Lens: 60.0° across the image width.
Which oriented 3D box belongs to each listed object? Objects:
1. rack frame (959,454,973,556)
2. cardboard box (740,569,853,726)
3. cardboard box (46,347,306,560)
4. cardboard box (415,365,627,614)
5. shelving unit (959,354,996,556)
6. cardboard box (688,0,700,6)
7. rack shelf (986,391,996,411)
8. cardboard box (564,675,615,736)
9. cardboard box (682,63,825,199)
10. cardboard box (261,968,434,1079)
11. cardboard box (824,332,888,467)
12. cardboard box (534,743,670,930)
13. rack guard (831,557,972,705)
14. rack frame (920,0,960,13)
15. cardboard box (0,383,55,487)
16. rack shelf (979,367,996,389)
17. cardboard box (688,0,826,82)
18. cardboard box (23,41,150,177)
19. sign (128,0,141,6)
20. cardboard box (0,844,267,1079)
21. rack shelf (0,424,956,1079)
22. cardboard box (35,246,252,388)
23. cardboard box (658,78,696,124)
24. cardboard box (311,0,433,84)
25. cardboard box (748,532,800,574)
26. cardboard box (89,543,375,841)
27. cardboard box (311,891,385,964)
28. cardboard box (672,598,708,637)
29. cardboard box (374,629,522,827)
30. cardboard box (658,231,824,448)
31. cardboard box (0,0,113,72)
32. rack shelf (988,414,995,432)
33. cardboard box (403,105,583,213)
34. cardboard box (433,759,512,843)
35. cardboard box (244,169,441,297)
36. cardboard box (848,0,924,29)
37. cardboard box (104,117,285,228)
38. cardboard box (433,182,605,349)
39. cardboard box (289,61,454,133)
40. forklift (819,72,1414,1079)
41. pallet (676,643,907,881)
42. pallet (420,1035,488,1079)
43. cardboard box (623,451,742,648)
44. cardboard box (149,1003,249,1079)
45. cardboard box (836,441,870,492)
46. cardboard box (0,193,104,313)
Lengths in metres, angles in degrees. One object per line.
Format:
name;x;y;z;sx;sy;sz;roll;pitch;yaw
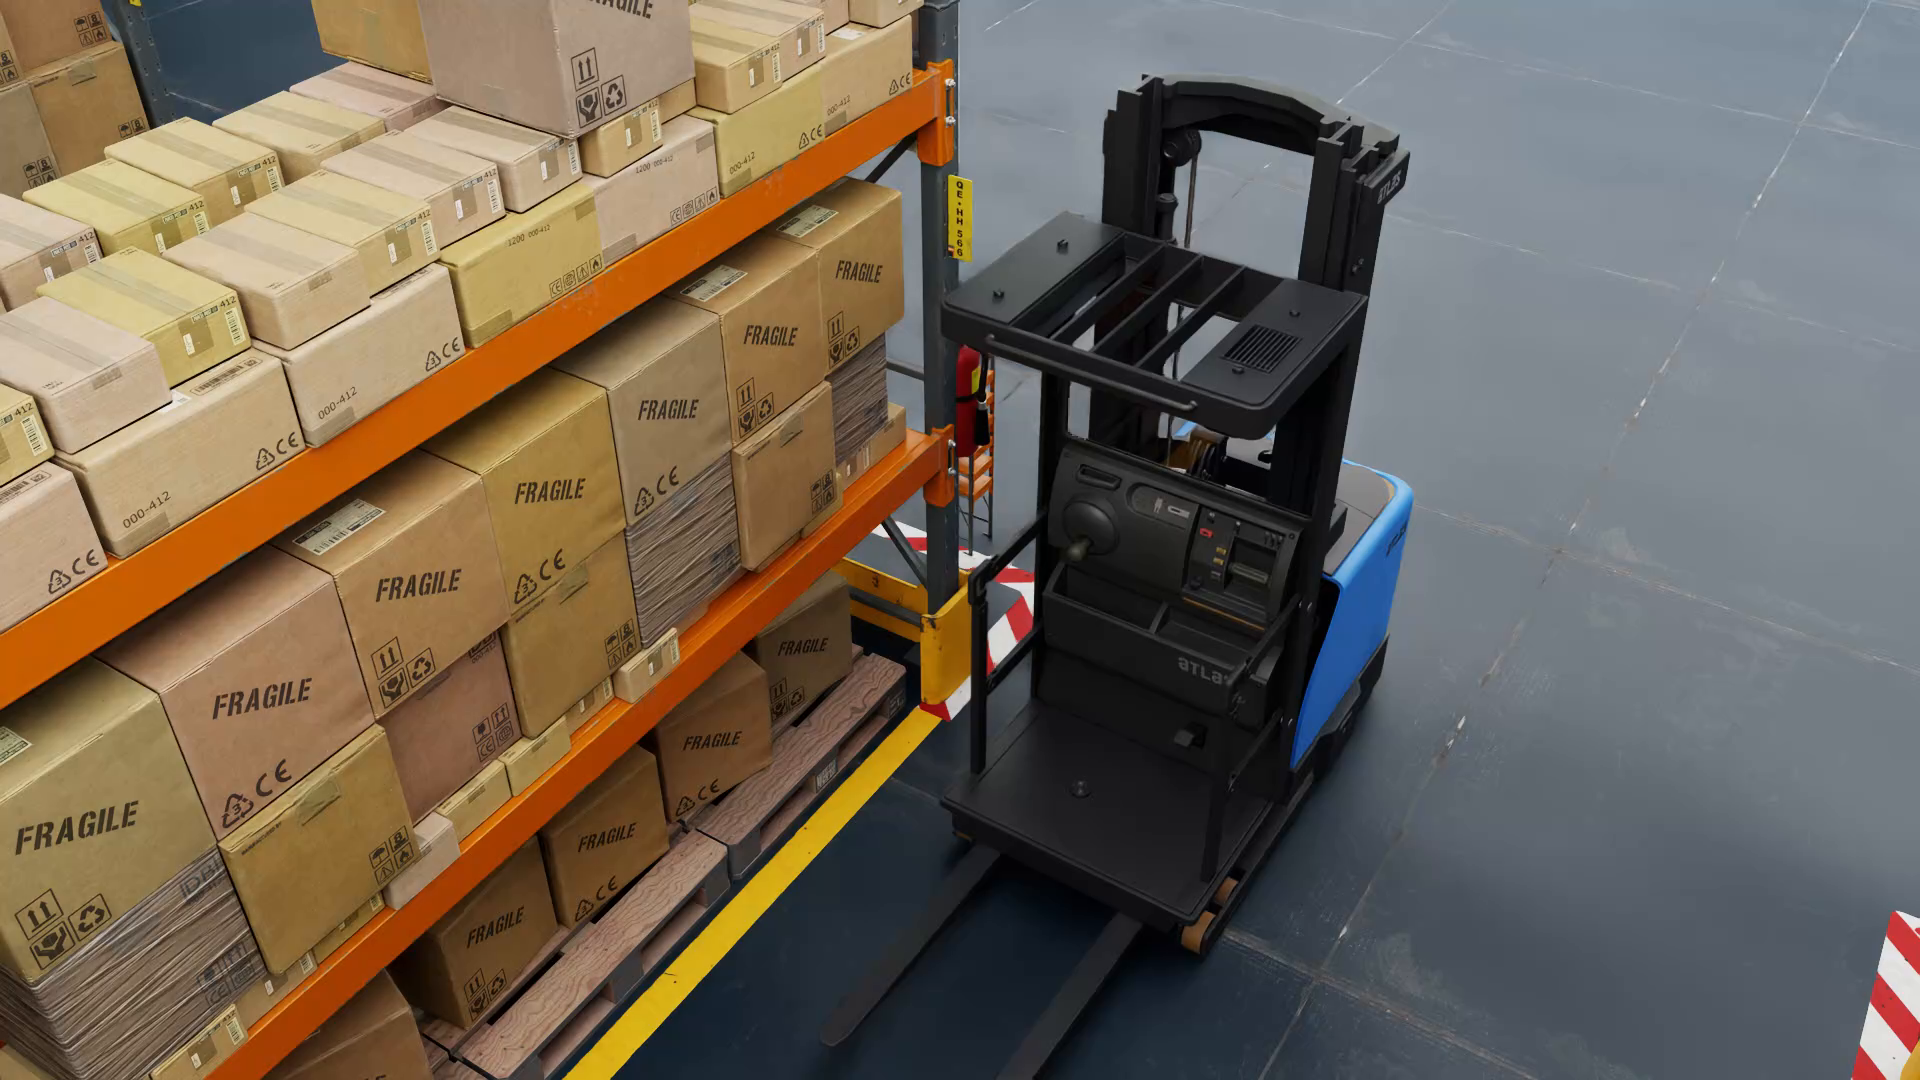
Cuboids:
rack frame;-0.041;-0.436;7.772;0.240;1.200;0.006;21;42;25
cardboard box;-0.806;0.368;6.959;0.500;0.500;0.500;30;47;33
cardboard box;-1.864;-0.261;3.737;0.500;0.250;0.500;21;42;25
cardboard box;-1.351;-0.189;4.834;0.500;0.500;0.500;21;42;25
shelving unit;0.008;-0.483;7.833;0.258;1.200;0.189;21;42;25
cardboard box;-1.052;-1.720;5.303;0.380;0.149;0.250;20;42;24
rack shelf;0.008;-0.638;7.714;0.258;0.103;0.180;21;42;25
cardboard box;-1.343;0.456;5.347;0.380;0.149;0.250;21;42;25
cardboard box;-0.766;-1.311;5.099;0.500;0.250;0.500;21;43;25
cardboard box;-2.052;1.623;5.331;0.500;0.500;0.500;-26;45;-30
cardboard box;-0.775;-0.655;6.257;0.875;0.500;0.500;21;42;25
cardboard box;-1.448;1.004;6.134;0.500;0.500;0.500;25;44;29
rack guard;-0.498;0.257;7.447;1.175;0.500;0.348;21;42;25
rack frame;-0.457;-3.148;4.903;1.000;3.000;0.127;21;42;25
cardboard box;-2.081;-0.223;3.361;0.380;0.149;0.250;19;42;23
rack shelf;0.008;-0.733;7.640;0.258;0.103;0.180;21;42;25
cardboard box;-0.635;-1.541;5.071;0.380;0.149;0.250;19;42;23
cardboard box;-4.752;-2.300;8.593;0.875;0.550;0.550;21;42;25
sign;-4.140;-2.814;8.241;0.100;0.325;0.005;21;42;25
cardboard box;-2.307;0.921;4.213;0.875;0.500;0.500;21;42;25
rack shelf;-1.529;0.544;5.616;1.077;0.370;4.000;21;42;25
cardboard box;-1.822;-0.497;3.716;0.380;0.149;0.250;22;43;26
cardboard box;-0.987;-1.317;4.780;0.380;0.149;0.250;22;43;26
cardboard box;-1.480;-1.638;4.666;0.500;0.500;0.500;21;42;25
cardboard box;-0.807;-0.060;6.016;0.380;0.149;0.250;21;42;25
cardboard box;-1.878;0.329;4.161;0.500;0.500;0.500;21;42;25
cardboard box;-1.849;0.982;4.664;0.380;0.149;0.250;21;42;25
cardboard box;-1.091;0.192;5.690;0.380;0.149;0.250;21;42;25
cardboard box;-1.826;0.384;4.909;0.875;0.500;0.500;21;42;25
cardboard box;-0.806;-0.701;5.498;0.500;0.500;0.500;21;42;25
cardboard box;-4.822;-2.755;8.299;0.875;0.550;0.550;21;42;25
rack shelf;0.008;-0.543;7.787;0.258;0.103;0.180;21;42;25
cardboard box;-1.232;-1.019;4.394;0.380;0.149;0.250;19;42;23
cardboard box;-1.582;0.725;4.998;0.380;0.149;0.250;21;42;25
cardboard box;-1.499;-0.748;4.042;0.380;0.149;0.250;20;42;24
cardboard box;-0.342;-1.813;5.424;0.380;0.149;0.250;21;42;25
cardboard box;-1.968;-0.940;4.291;0.380;0.149;0.250;23;43;27
cardboard box;-1.313;-0.788;4.421;0.500;0.250;0.500;20;42;24
cardboard box;-1.620;-1.189;4.614;0.380;0.149;0.250;21;42;25
forklift;0.628;0.044;5.732;1.130;2.935;3.031;22;43;26
pallet;-0.963;0.779;7.006;1.003;0.211;1.213;21;42;25
pallet;-2.270;2.037;5.375;1.003;0.211;1.213;21;42;25
cardboard box;-1.246;-0.114;5.555;0.875;0.500;0.500;21;42;25
cardboard box;-2.086;1.252;4.314;0.380;0.149;0.250;21;42;25
cardboard box;-0.570;-0.329;6.366;0.380;0.149;0.250;21;42;25
cardboard box;-2.262;-0.675;3.947;0.380;0.149;0.250;20;42;24
